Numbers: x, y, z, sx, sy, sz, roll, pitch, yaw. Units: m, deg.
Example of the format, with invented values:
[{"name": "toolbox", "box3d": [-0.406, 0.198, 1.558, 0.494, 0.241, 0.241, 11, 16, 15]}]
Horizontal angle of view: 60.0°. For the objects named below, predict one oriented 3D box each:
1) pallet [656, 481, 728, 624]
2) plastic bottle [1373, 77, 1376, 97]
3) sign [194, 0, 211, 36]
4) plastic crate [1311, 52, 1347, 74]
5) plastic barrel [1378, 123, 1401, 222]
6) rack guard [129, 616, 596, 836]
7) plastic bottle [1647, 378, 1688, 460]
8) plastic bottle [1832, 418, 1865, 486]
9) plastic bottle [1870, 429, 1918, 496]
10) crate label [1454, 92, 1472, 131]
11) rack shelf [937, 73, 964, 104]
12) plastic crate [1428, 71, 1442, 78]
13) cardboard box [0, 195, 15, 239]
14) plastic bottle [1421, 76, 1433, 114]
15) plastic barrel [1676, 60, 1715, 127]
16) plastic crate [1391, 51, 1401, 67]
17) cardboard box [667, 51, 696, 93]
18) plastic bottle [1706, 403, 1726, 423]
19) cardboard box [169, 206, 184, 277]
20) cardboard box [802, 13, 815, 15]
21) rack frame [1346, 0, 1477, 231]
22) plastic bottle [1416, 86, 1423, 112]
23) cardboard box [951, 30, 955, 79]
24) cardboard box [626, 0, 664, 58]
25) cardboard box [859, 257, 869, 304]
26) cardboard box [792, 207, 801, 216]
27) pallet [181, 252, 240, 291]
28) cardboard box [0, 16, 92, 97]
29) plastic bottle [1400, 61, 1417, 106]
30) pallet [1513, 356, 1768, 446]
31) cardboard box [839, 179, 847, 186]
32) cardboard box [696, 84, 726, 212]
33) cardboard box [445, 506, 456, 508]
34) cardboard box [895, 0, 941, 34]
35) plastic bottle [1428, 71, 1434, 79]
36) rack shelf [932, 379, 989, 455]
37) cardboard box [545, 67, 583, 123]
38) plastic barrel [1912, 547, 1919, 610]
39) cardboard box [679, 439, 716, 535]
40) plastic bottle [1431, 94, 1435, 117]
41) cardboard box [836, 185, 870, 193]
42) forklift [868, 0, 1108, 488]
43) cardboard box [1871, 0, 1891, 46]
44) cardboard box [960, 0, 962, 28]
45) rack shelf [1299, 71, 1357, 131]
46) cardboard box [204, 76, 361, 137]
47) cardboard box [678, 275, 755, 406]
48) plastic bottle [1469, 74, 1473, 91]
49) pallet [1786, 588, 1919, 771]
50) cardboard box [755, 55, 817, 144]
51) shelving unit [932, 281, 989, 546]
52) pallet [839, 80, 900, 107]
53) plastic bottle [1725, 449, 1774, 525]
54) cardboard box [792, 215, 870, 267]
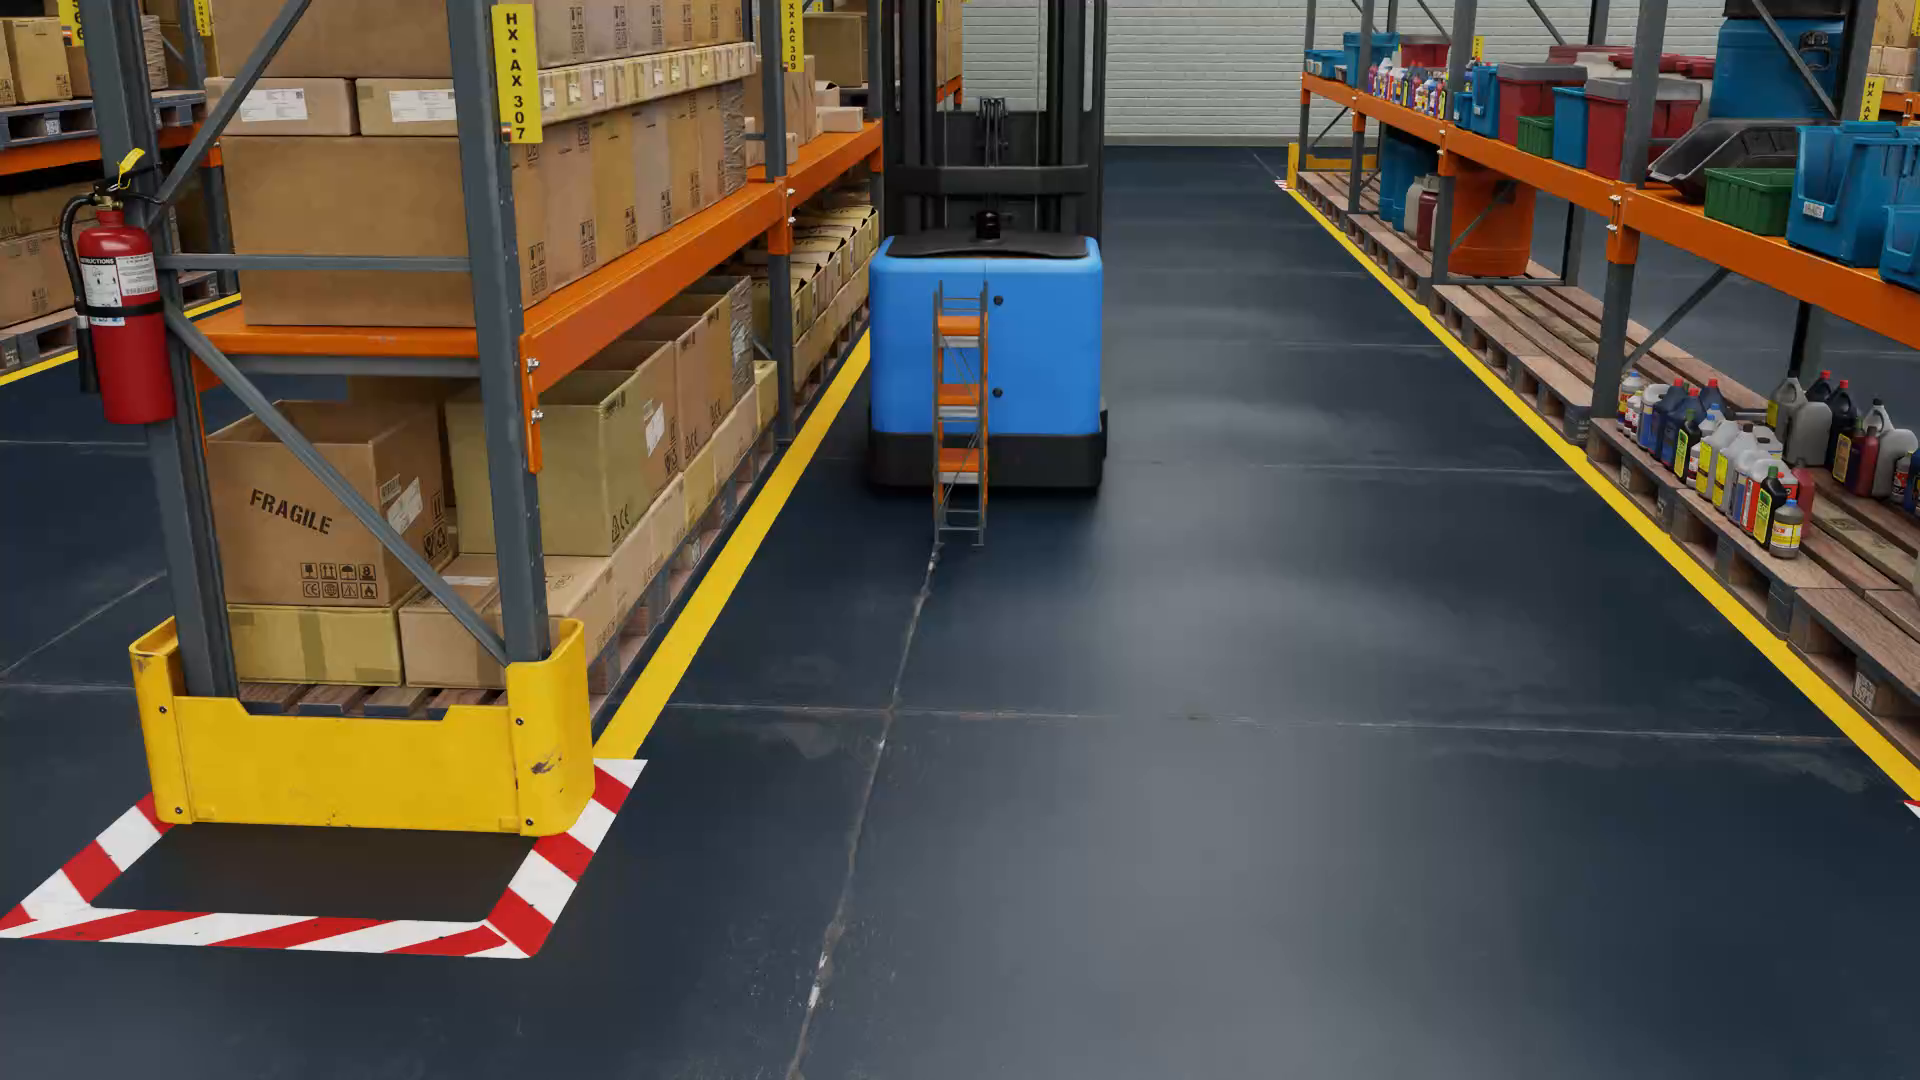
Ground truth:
[{"name": "pallet", "box3d": [-1.528, 0.010, 6.554, 1.003, 0.211, 1.213, 1, 18, 4]}, {"name": "plastic bottle", "box3d": [3.718, -4.038, 14.747, 0.097, 0.201, 0.097, 0, 18, 0]}, {"name": "sign", "box3d": [-5.457, -3.796, 11.959, 0.100, 0.325, 0.005, 1, 18, 4]}, {"name": "plastic crate", "box3d": [4.063, -5.232, 18.244, 0.416, 0.233, 0.300, 1, 18, 4]}, {"name": "plastic barrel", "box3d": [4.114, -3.348, 15.019, 0.600, 0.901, 0.708, 1, 18, 4]}, {"name": "rack guard", "box3d": [-1.633, 0.496, 4.605, 1.175, 0.500, 0.348, 1, 18, 4]}, {"name": "plastic bottle", "box3d": [3.124, -0.538, 7.296, 0.144, 0.351, 0.185, 2, 18, 5]}, {"name": "plastic bottle", "box3d": [3.696, -0.376, 6.908, 0.061, 0.283, 0.133, 1, 18, 4]}, {"name": "plastic bottle", "box3d": [3.785, -0.327, 6.773, 0.152, 0.276, 0.135, 2, 18, 5]}, {"name": "crate label", "box3d": [3.479, -2.870, 11.133, 0.303, 0.233, 0.416, 1, 18, 4]}, {"name": "rack shelf", "box3d": [-0.627, -4.705, 17.621, 1.077, 0.370, 4.000, 1, 18, 4]}, {"name": "plastic crate", "box3d": [4.345, -4.359, 15.735, 0.396, 0.136, 0.243, 1, 18, 4]}, {"name": "cardboard box", "box3d": [-6.188, -1.956, 10.178, 0.500, 0.250, 0.500, 1, 18, 2]}, {"name": "plastic bottle", "box3d": [3.557, -3.374, 12.609, 0.097, 0.271, 0.097, 0, 18, 0]}, {"name": "plastic barrel", "box3d": [3.883, -2.186, 8.560, 0.433, 0.535, 0.433, 0, 18, 0]}, {"name": "plastic crate", "box3d": [4.463, -4.756, 16.716, 0.437, 0.282, 0.530, 1, 18, 4]}, {"name": "cardboard box", "box3d": [-1.243, -1.813, 6.438, 0.380, 0.149, 0.250, 2, 18, 5]}, {"name": "plastic bottle", "box3d": [3.234, -0.453, 7.163, 0.097, 0.271, 0.097, 0, 18, 0]}, {"name": "cardboard box", "box3d": [-5.998, -2.089, 11.790, 0.700, 0.500, 0.500, 2, 18, 5]}, {"name": "cardboard box", "box3d": [-1.014, -4.316, 14.442, 0.700, 0.500, 0.500, 4, 19, 13]}, {"name": "rack frame", "box3d": [4.170, -4.314, 15.272, 1.000, 3.000, 0.127, 1, 18, 4]}, {"name": "plastic bottle", "box3d": [3.571, -3.401, 12.804, 0.097, 0.201, 0.097, 0, 18, 0]}, {"name": "cardboard box", "box3d": [-0.320, -5.254, 17.981, 0.500, 0.500, 0.500, 1, 18, 4]}, {"name": "cardboard box", "box3d": [-1.478, -2.000, 5.964, 0.700, 0.500, 0.500, 1, 18, 4]}, {"name": "cardboard box", "box3d": [-0.885, -1.747, 11.180, 0.500, 0.250, 0.500, 1, 18, 3]}, {"name": "cardboard box", "box3d": [-1.388, -2.187, 11.620, 0.500, 0.311, 0.500, 2, 18, 6]}, {"name": "pallet", "box3d": [-5.867, -2.211, 13.332, 1.003, 0.211, 1.213, 1, 18, 4]}, {"name": "cardboard box", "box3d": [-6.035, -3.229, 11.094, 0.700, 0.500, 0.500, 0, 18, -1]}, {"name": "plastic bottle", "box3d": [3.644, -3.686, 13.434, 0.144, 0.351, 0.185, 1, 18, 4]}, {"name": "pallet", "box3d": [3.614, -0.749, 8.870, 1.003, 0.211, 1.213, 1, 18, 4]}, {"name": "cardboard box", "box3d": [-1.187, -2.661, 13.535, 0.500, 0.500, 0.500, 1, 18, 2]}, {"name": "cardboard box", "box3d": [-1.401, -1.687, 7.093, 0.700, 0.500, 0.500, 1, 18, 3]}, {"name": "cardboard box", "box3d": [-1.829, -0.076, 6.079, 0.500, 0.250, 0.500, 1, 18, 4]}, {"name": "cardboard box", "box3d": [-0.456, -5.089, 15.869, 0.500, 0.500, 0.500, 2, 18, 5]}, {"name": "plastic bottle", "box3d": [3.725, -3.561, 13.160, 0.061, 0.283, 0.133, 1, 18, 4]}, {"name": "rack shelf", "box3d": [0.004, -0.505, 6.814, 0.215, 0.259, 0.240, 1, 18, 4]}, {"name": "cardboard box", "box3d": [-1.353, -1.331, 4.966, 0.380, 0.149, 0.250, 1, 18, 4]}, {"name": "plastic barrel", "box3d": [3.316, 0.034, 5.324, 0.421, 0.512, 0.421, 0, 18, 0]}, {"name": "cardboard box", "box3d": [-1.262, -0.219, 6.516, 0.500, 0.250, 0.500, 1, 18, 4]}, {"name": "plastic bottle", "box3d": [3.529, -3.220, 12.251, 0.097, 0.201, 0.097, 0, 18, 0]}, {"name": "cardboard box", "box3d": [-0.708, -2.502, 13.051, 0.500, 0.500, 0.500, 1, 18, 2]}, {"name": "forklift", "box3d": [0.175, -2.034, 8.423, 1.130, 2.935, 3.031, 1, 18, 2]}, {"name": "cardboard box", "box3d": [8.916, -4.934, 15.723, 0.500, 0.500, 0.500, 1, 18, 4]}, {"name": "cardboard box", "box3d": [-0.242, -6.046, 18.792, 0.500, 0.500, 0.500, 1, 18, 3]}, {"name": "rack shelf", "box3d": [4.313, -4.593, 17.280, 1.077, 0.370, 4.000, 1, 18, 4]}, {"name": "cardboard box", "box3d": [-1.794, -1.178, 4.497, 0.380, 0.149, 0.250, 1, 18, 3]}, {"name": "cardboard box", "box3d": [-1.207, -0.887, 7.349, 0.500, 0.500, 0.500, 1, 18, 4]}, {"name": "plastic bottle", "box3d": [4.249, -3.736, 13.715, 0.097, 0.271, 0.097, 0, 18, 0]}, {"name": "pallet", "box3d": [3.331, 0.461, 5.177, 1.003, 0.211, 1.213, 1, 18, 4]}, {"name": "cardboard box", "box3d": [-1.162, -2.710, 10.214, 0.500, 0.500, 0.500, 0, 18, 1]}, {"name": "shelving unit", "box3d": [0.004, -0.516, 6.810, 0.215, 1.050, 0.252, 1, 18, 4]}, {"name": "pallet", "box3d": [-0.923, -3.696, 13.695, 1.003, 0.211, 1.213, 1, 18, 4]}, {"name": "plastic bottle", "box3d": [3.059, -0.203, 6.393, 0.152, 0.276, 0.135, 1, 18, 2]}, {"name": "cardboard box", "box3d": [-0.880, -2.013, 11.091, 0.500, 0.311, 0.500, 1, 18, 3]}]
